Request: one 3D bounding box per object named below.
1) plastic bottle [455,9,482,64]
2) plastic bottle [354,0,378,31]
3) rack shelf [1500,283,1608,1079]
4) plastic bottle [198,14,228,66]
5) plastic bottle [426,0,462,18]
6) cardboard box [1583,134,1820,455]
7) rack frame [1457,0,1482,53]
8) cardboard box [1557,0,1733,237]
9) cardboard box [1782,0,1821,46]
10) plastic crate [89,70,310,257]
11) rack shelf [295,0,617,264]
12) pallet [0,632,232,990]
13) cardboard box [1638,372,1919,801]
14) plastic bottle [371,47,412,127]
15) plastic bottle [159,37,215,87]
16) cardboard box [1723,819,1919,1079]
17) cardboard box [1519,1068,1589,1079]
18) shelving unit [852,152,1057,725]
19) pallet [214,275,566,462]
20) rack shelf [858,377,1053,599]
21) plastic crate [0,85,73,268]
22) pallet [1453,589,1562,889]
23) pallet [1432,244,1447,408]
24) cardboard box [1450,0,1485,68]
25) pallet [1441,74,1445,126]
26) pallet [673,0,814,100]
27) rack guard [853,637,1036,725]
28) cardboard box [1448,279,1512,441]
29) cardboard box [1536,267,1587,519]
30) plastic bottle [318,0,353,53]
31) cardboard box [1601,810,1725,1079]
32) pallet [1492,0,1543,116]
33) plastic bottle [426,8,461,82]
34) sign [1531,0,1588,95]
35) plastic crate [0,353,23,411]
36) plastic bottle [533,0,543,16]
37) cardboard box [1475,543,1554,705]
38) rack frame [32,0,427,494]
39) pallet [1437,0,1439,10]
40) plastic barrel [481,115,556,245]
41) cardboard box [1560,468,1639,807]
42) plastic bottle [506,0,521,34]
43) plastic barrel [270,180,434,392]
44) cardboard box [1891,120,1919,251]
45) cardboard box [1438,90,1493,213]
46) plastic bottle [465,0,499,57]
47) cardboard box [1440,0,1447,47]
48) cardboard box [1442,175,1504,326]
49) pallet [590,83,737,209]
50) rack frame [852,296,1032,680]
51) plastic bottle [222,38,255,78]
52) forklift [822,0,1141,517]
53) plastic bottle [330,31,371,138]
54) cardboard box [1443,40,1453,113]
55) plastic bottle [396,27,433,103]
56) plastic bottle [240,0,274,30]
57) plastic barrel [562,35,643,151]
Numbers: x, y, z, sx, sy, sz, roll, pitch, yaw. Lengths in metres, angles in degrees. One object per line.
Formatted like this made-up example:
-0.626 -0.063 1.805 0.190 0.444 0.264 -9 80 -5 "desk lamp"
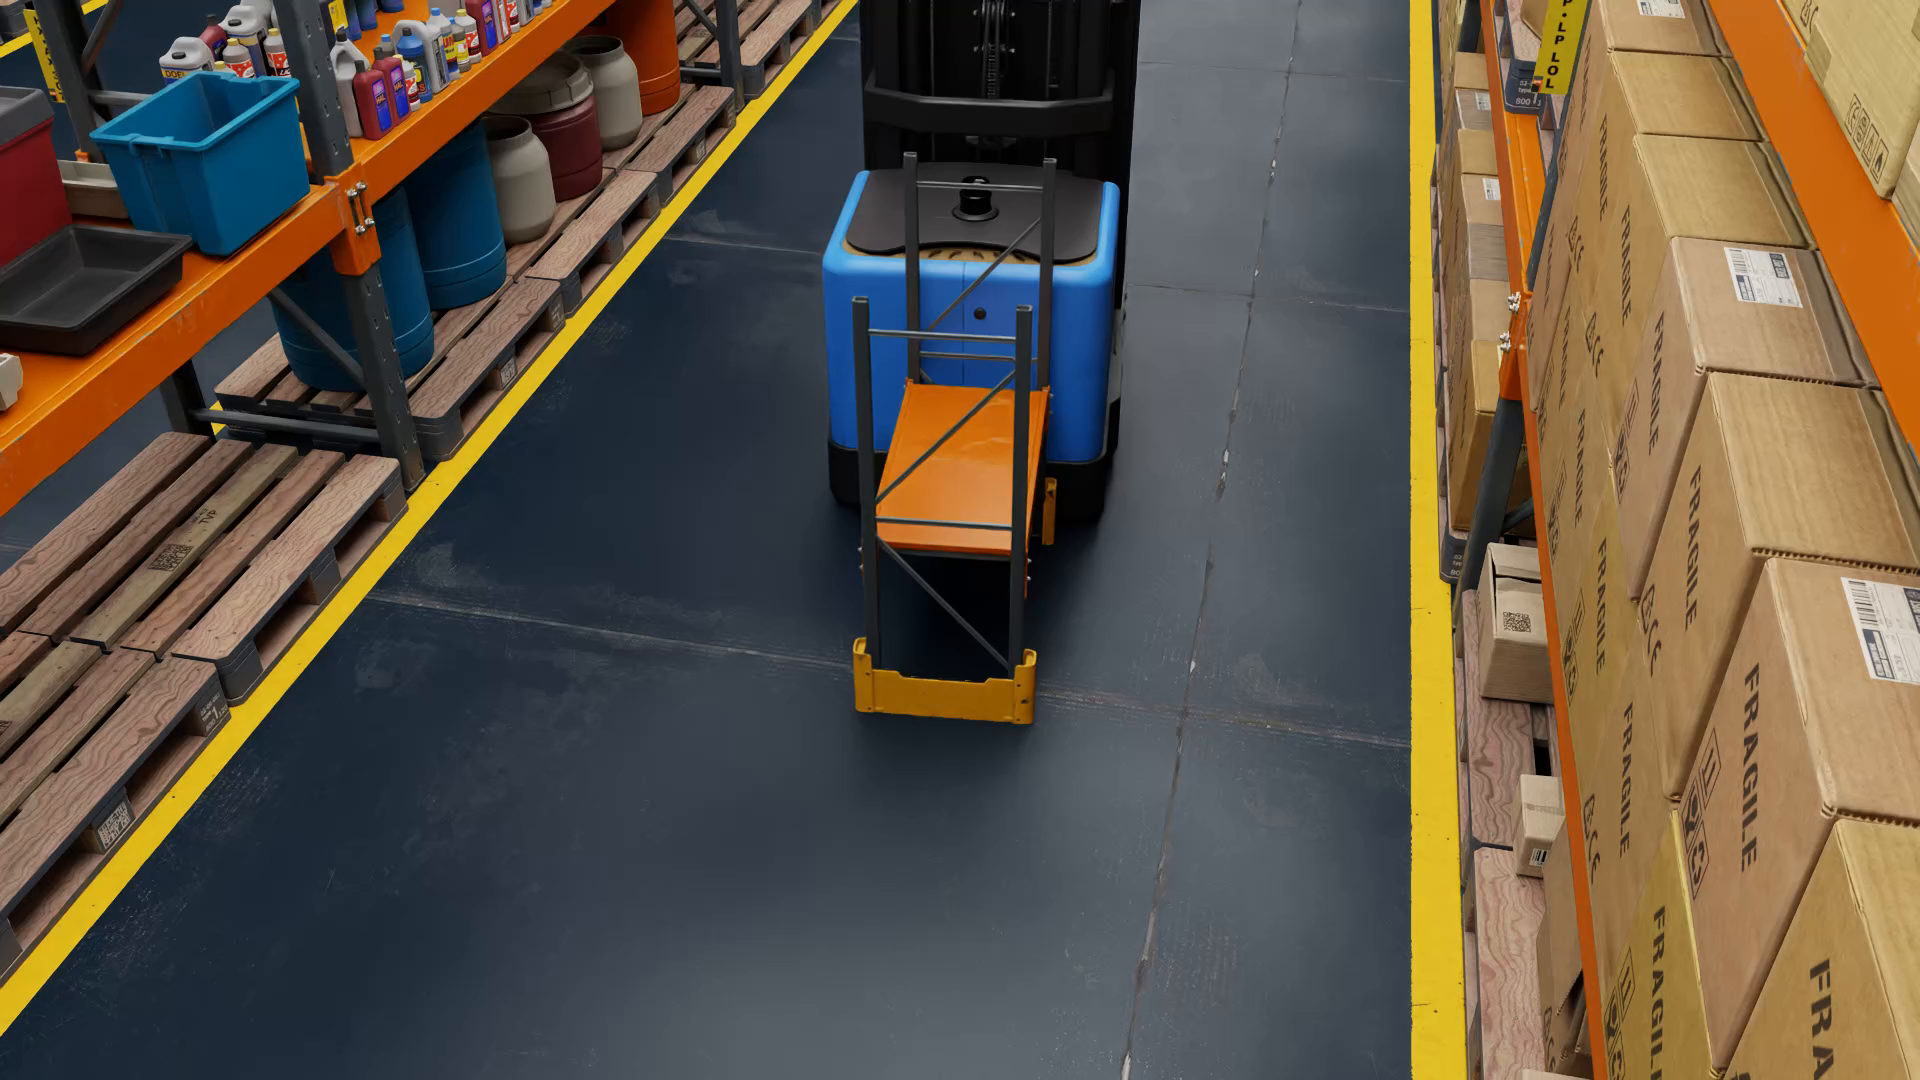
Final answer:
-1.975 -2.014 6.642 0.097 0.201 0.097 0 36 0 "plastic bottle"
-2.508 -2.277 6.946 0.097 0.271 0.097 0 36 0 "plastic bottle"
1.794 0.569 3.522 1.077 0.370 4.000 7 37 10 "rack shelf"
-2.844 -1.850 6.346 0.061 0.283 0.133 7 37 10 "plastic bottle"
-2.097 -2.209 6.848 0.152 0.276 0.135 7 37 10 "plastic bottle"
1.626 -0.489 3.432 0.500 0.500 0.500 6 36 9 "cardboard box"
3.076 -3.162 8.057 1.000 3.000 0.127 7 37 10 "rack frame"
1.846 -1.080 4.246 0.500 0.500 0.500 8 37 11 "cardboard box"
1.553 -0.916 2.529 0.500 0.250 0.500 7 37 10 "cardboard box"
-2.383 -1.200 5.312 0.392 0.384 0.575 7 37 10 "plastic crate"
-2.190 -2.348 7.546 1.077 0.370 4.000 7 37 10 "rack shelf"
-2.995 0.765 5.015 1.003 0.211 1.213 7 37 10 "pallet"
1.407 0.102 2.617 0.500 0.500 0.500 8 37 11 "cardboard box"
-2.093 -1.678 6.109 0.061 0.283 0.133 7 37 10 "plastic bottle"
-2.849 -1.708 6.157 0.152 0.276 0.135 7 37 10 "plastic bottle"
1.193 0.689 1.806 0.500 0.500 0.500 7 37 10 "cardboard box"
1.475 1.476 3.626 0.500 0.250 0.500 7 37 10 "cardboard box"
0.006 -0.338 5.438 0.587 1.500 1.083 4 36 5 "shelving unit"
-2.411 -0.800 7.174 1.003 0.211 1.213 7 37 10 "pallet"
0.007 -0.197 5.551 0.538 0.185 1.000 4 36 5 "rack shelf"
-3.053 -1.062 5.054 0.402 0.464 0.583 7 37 10 "plastic crate"
2.074 0.654 5.169 1.003 0.211 1.213 7 37 10 "pallet"
2.617 -0.913 7.329 1.003 0.211 1.213 7 37 10 "pallet"
2.947 -2.777 9.033 0.500 0.311 0.500 8 37 11 "cardboard box"
3.290 -2.500 9.520 1.003 0.211 1.213 7 37 10 "pallet"
-1.559 -3.096 10.341 1.003 0.211 1.213 7 37 10 "pallet"
-0.050 0.459 5.404 0.587 0.250 0.087 4 36 5 "rack guard"
2.161 -0.636 6.327 0.500 0.500 0.500 7 37 10 "cardboard box"
1.740 -0.358 4.102 0.500 0.500 0.500 8 37 11 "cardboard box"
-2.560 -2.128 6.672 0.144 0.351 0.185 7 37 10 "plastic bottle"
1.304 0.795 2.512 0.500 0.500 0.500 8 37 10 "cardboard box"
2.665 -1.969 6.574 1.003 0.211 1.213 7 37 10 "pallet"
-2.016 -1.931 6.467 0.097 0.271 0.097 0 36 0 "plastic bottle"
1.678 -1.405 4.647 0.100 0.325 0.005 7 37 10 "sign"
-2.695 -0.374 4.383 0.293 0.136 0.466 7 37 10 "plastic crate"
-1.847 -2.385 7.094 0.097 0.271 0.097 0 36 0 "plastic bottle"
1.920 0.255 5.259 0.500 0.311 0.500 7 37 10 "cardboard box"
-2.617 -1.492 5.753 1.000 3.000 0.127 7 37 10 "rack frame"
3.811 -3.899 11.450 1.003 0.211 1.213 7 37 10 "pallet"
-2.125 -1.683 7.778 0.421 0.512 0.421 0 36 0 "plastic barrel"
1.524 0.221 3.304 0.500 0.500 0.500 7 36 9 "cardboard box"
-1.897 -2.223 6.931 0.097 0.201 0.097 0 36 0 "plastic bottle"
-2.484 -1.122 6.673 0.600 0.901 0.708 7 37 10 "plastic barrel"
1.337 -0.343 1.738 0.500 0.250 0.500 7 37 10 "cardboard box"
2.593 -1.802 7.936 0.500 0.500 0.500 6 36 8 "cardboard box"
-1.932 -2.111 6.706 0.061 0.283 0.133 7 37 10 "plastic bottle"
3.167 -3.135 10.005 0.500 0.250 0.500 8 37 11 "cardboard box"
2.374 -1.216 7.126 0.500 0.500 0.500 6 36 8 "cardboard box"
-1.890 -2.199 9.104 1.003 0.211 1.213 7 37 10 "pallet"
-0.050 -0.047 5.036 0.500 1.500 0.032 4 36 5 "rack frame"
-2.763 -1.817 6.370 0.097 0.201 0.097 0 36 0 "plastic bottle"
0.182 -2.124 6.683 1.130 2.935 3.031 4 36 5 "forklift"
-2.216 -1.657 6.022 0.144 0.351 0.185 7 37 10 "plastic bottle"
2.950 -2.551 9.199 0.500 0.250 0.500 8 37 11 "cardboard box"
-2.066 -1.798 6.284 0.097 0.271 0.097 0 36 0 "plastic bottle"
-2.740 -2.040 6.551 0.144 0.351 0.185 7 37 10 "plastic bottle"
-1.884 -2.331 8.672 0.421 0.512 0.421 0 36 0 "plastic barrel"
